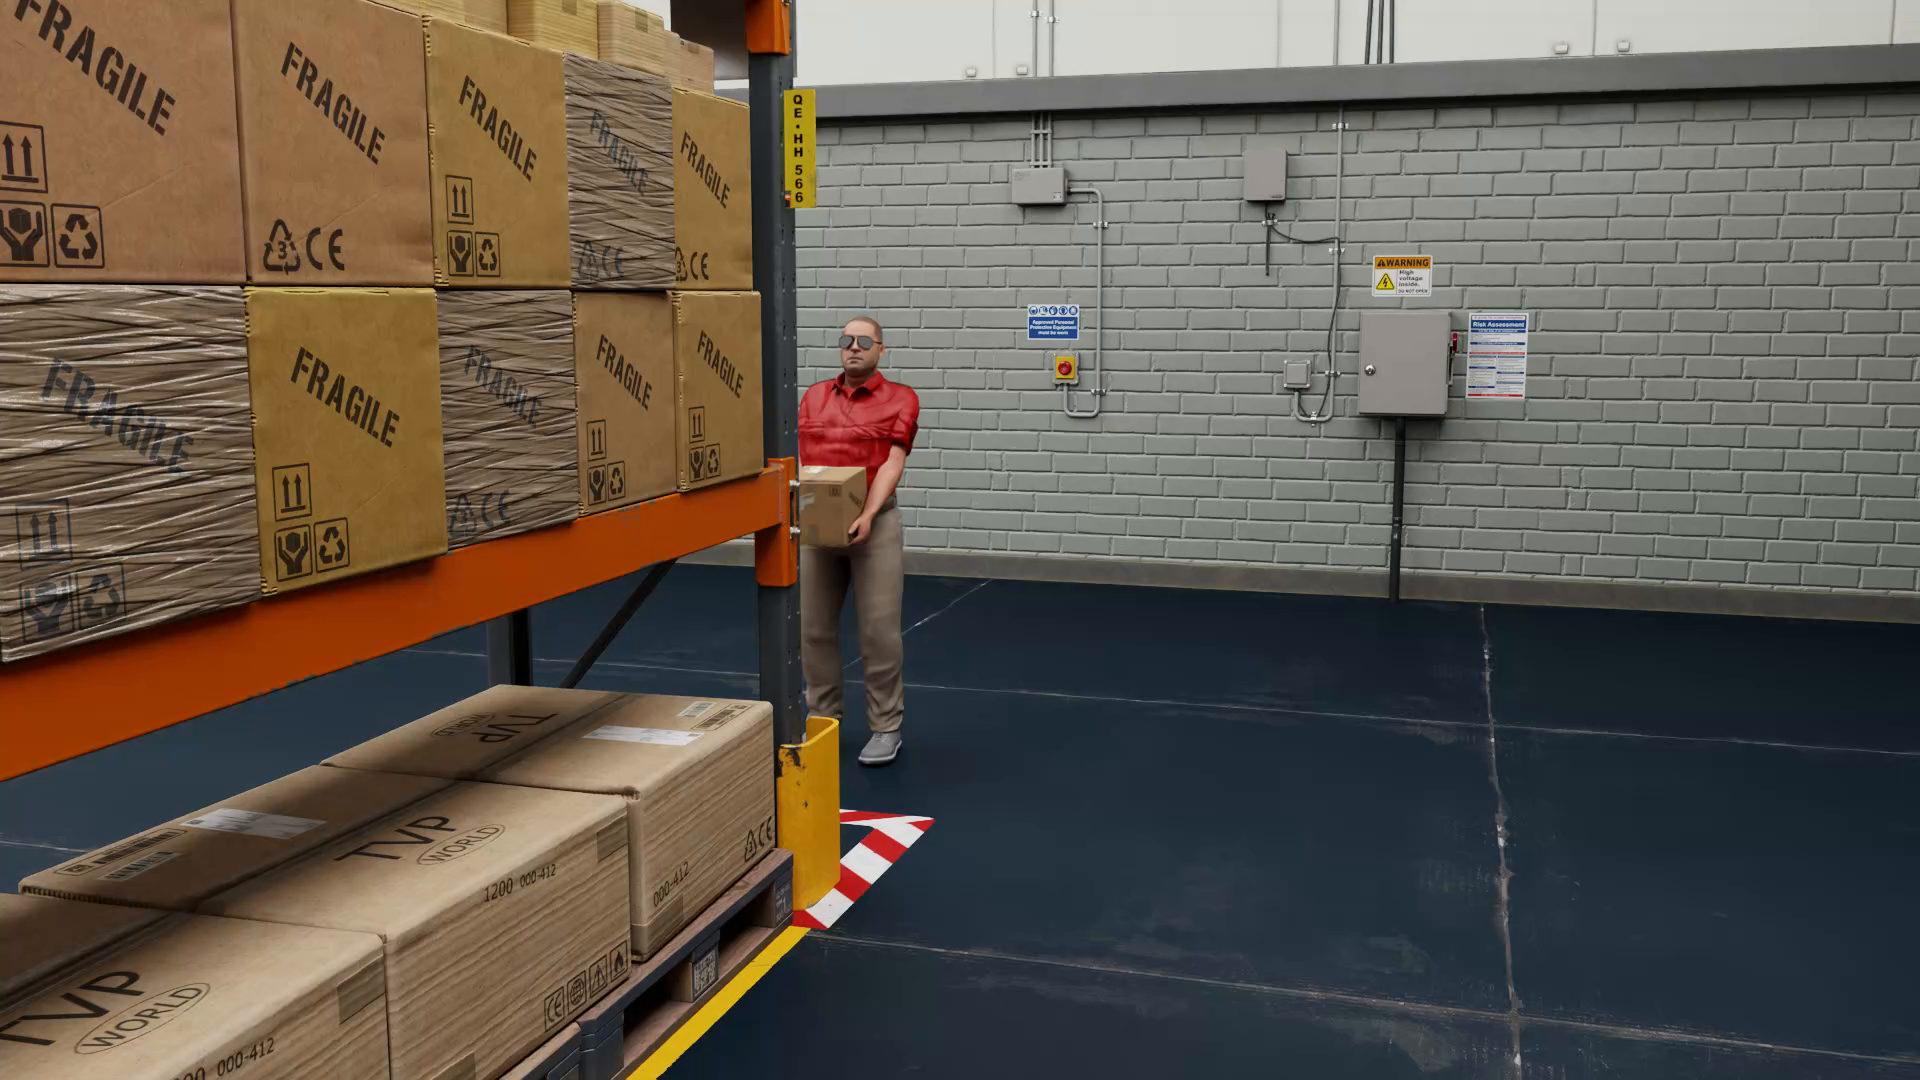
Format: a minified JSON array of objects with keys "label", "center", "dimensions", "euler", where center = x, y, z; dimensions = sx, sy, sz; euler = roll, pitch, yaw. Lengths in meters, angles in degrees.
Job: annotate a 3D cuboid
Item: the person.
[{"label":"person","center":[-0.436,0.005,6.393],"dimensions":[0.493,1.712,0.537],"euler":[2,9,17]}]
